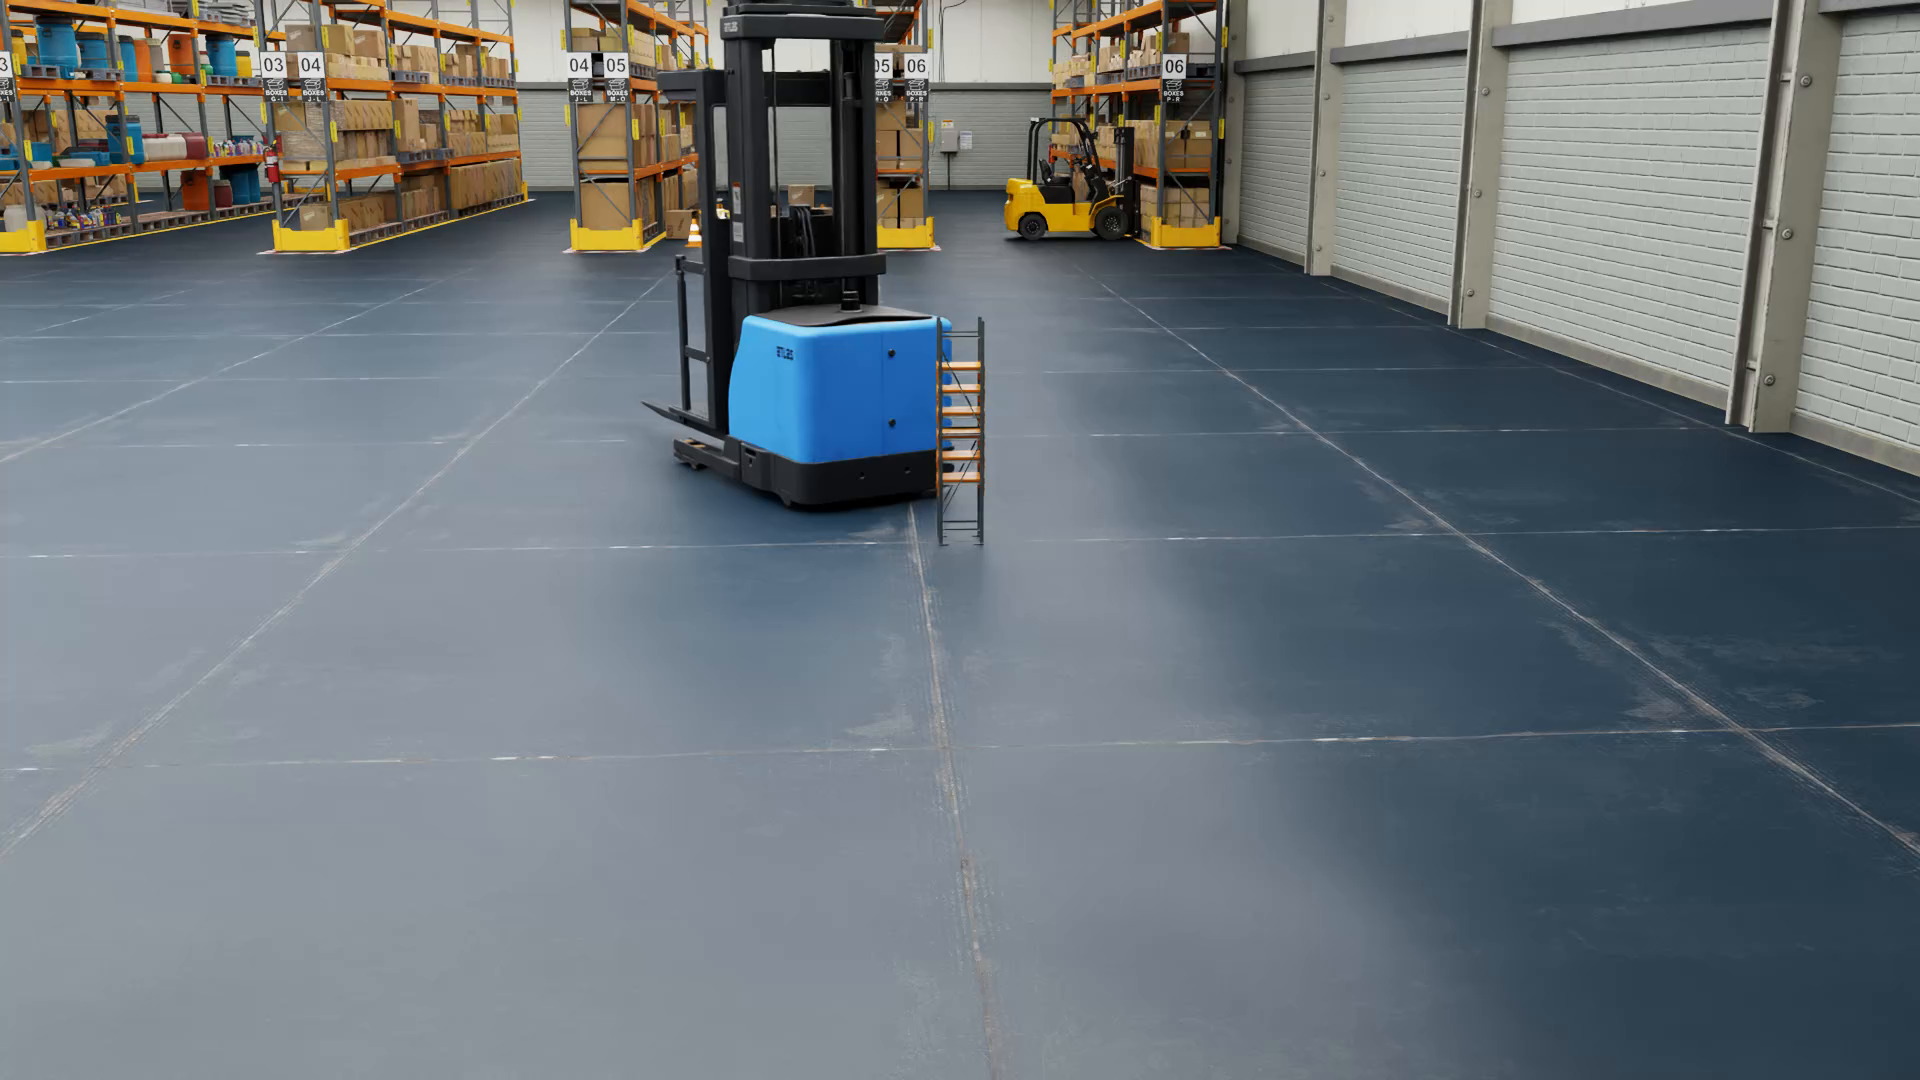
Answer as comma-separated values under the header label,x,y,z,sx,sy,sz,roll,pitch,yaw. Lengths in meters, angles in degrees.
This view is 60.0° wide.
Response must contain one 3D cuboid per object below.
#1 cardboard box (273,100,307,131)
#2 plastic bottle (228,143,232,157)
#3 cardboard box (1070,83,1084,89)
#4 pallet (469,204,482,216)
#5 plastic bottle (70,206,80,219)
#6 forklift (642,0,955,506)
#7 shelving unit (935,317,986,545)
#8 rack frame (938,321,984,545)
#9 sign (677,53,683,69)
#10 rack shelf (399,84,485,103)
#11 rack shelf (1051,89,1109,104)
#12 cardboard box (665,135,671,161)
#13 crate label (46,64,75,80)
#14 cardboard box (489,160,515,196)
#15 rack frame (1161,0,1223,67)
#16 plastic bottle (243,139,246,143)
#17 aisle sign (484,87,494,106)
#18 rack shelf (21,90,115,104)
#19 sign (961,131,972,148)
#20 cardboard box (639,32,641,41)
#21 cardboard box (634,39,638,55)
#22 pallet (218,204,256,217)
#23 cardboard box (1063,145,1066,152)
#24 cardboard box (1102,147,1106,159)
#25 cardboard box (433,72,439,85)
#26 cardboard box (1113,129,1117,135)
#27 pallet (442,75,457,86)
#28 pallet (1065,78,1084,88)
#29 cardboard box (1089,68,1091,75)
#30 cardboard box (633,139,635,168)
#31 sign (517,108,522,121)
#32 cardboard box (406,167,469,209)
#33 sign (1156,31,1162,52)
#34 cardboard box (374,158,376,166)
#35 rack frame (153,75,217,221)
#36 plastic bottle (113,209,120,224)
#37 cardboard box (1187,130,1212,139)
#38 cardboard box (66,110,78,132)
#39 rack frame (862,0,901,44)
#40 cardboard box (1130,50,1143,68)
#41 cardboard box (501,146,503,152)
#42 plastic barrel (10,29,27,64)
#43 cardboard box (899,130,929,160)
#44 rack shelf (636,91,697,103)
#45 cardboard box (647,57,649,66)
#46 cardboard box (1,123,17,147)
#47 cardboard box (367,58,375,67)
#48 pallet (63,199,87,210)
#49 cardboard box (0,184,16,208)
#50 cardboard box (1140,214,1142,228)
label,x,y,z,sx,sy,sz,roll,pitch,yaw
cardboard box,-11.214,-7.151,27.997,0.500,0.500,0.500,-1,14,-3
plastic bottle,-16.103,-8.599,36.662,0.061,0.283,0.133,-1,14,-3
cardboard box,2.851,-10.972,40.137,0.380,0.149,0.250,-1,14,-4
pallet,-11.475,-7.481,37.677,1.003,0.211,1.213,-1,14,-3
plastic bottle,-16.345,-5.985,30.702,0.144,0.351,0.185,-1,14,-3
forklift,-1.231,-1.932,10.653,1.130,2.935,3.031,-9,17,-30
shelving unit,0.001,-0.577,8.863,0.258,1.200,0.189,-1,14,-3
rack frame,0.007,-0.555,8.774,0.240,1.200,0.006,-1,14,-3
sign,-5.918,-10.131,35.164,0.100,0.325,0.005,-1,14,-3
rack shelf,-11.553,-9.933,37.036,1.077,0.370,4.000,-1,14,-3
rack shelf,3.044,-11.158,41.798,1.077,0.370,4.000,-1,14,-3
cardboard box,-6.049,-7.821,33.204,0.500,0.500,0.500,-1,14,-4
crate label,-15.663,-8.116,28.831,0.502,0.251,0.408,-1,14,-3
cardboard box,-11.749,-9.111,41.839,0.875,0.875,0.875,-1,14,-3
rack frame,3.911,-9.478,27.803,1.000,3.000,0.127,-1,14,-3
plastic bottle,-16.381,-9.000,38.085,0.144,0.351,0.185,-1,14,-3
aisle sign,-12.229,-11.593,42.847,0.394,0.787,0.004,-1,14,-3
rack shelf,-21.688,-10.776,40.312,1.077,0.370,4.000,-1,14,-3
sign,0.179,-11.885,49.390,0.329,0.494,0.001,-1,14,-3
cardboard box,-5.757,-8.766,28.918,0.380,0.149,0.250,-1,14,-4
cardboard box,-5.783,-8.419,28.370,0.500,0.250,0.500,-1,14,-4
pallet,-16.536,-7.402,37.373,1.003,0.211,1.213,-1,14,-3
cardboard box,2.785,-9.768,41.474,0.380,0.149,0.250,-1,14,-4
cardboard box,3.264,-8.122,34.874,0.500,0.250,0.500,-1,14,-5
cardboard box,-11.155,-9.597,34.587,0.500,0.250,0.500,-1,14,-3
cardboard box,3.276,-8.200,33.374,0.380,0.149,0.250,-1,14,-5
pallet,-11.522,-9.852,35.656,1.213,0.211,1.003,0,14,-1
pallet,3.138,-10.755,39.164,1.213,0.211,1.003,-1,14,-3
cardboard box,3.100,-10.540,37.452,0.380,0.149,0.250,0,14,-2
cardboard box,-6.101,-6.694,28.722,0.875,0.550,0.550,-1,14,-3
sign,-11.382,-11.001,42.965,0.100,0.325,0.005,-1,14,-3
cardboard box,-11.451,-7.678,36.268,1.225,0.875,0.875,-2,15,-6
sign,3.369,-8.410,28.057,0.100,0.325,0.005,-1,14,-3
cardboard box,-10.902,-6.916,30.390,0.380,0.149,0.250,-1,14,-3
rack frame,-16.373,-8.255,35.090,1.000,3.000,0.127,-1,14,-3
plastic bottle,-15.766,-6.043,31.062,0.061,0.283,0.133,0,14,-1
cardboard box,4.149,-7.023,28.800,0.380,0.149,0.250,-1,14,-5
cardboard box,-21.345,-9.957,39.496,0.500,0.500,0.500,-1,14,-5
rack frame,-2.034,-13.379,42.967,1.000,3.000,0.127,-1,14,-3
cardboard box,3.472,-9.018,31.170,0.500,0.311,0.500,-1,14,-2
cardboard box,-11.444,-9.605,40.843,0.380,0.149,0.250,-1,14,-3
plastic barrel,-16.074,-8.294,28.002,0.600,0.588,0.600,0,14,0
cardboard box,-0.795,-6.809,28.674,0.500,0.500,0.500,-1,14,-4
rack shelf,-6.596,-9.984,37.236,1.077,0.370,4.000,-1,14,-3
cardboard box,-5.820,-8.633,29.999,0.380,0.149,0.250,-1,14,-3
cardboard box,-21.393,-8.987,36.894,0.700,0.500,0.500,-5,15,-18
cardboard box,-10.803,-8.636,30.053,0.380,0.149,0.250,-1,14,-5
pallet,-21.606,-7.994,39.674,1.003,0.211,1.213,-1,14,-3
cardboard box,-21.124,-7.554,36.501,0.500,0.500,0.500,-1,14,-4
cardboard box,3.524,-5.804,30.241,0.500,0.250,0.500,-1,14,-3
